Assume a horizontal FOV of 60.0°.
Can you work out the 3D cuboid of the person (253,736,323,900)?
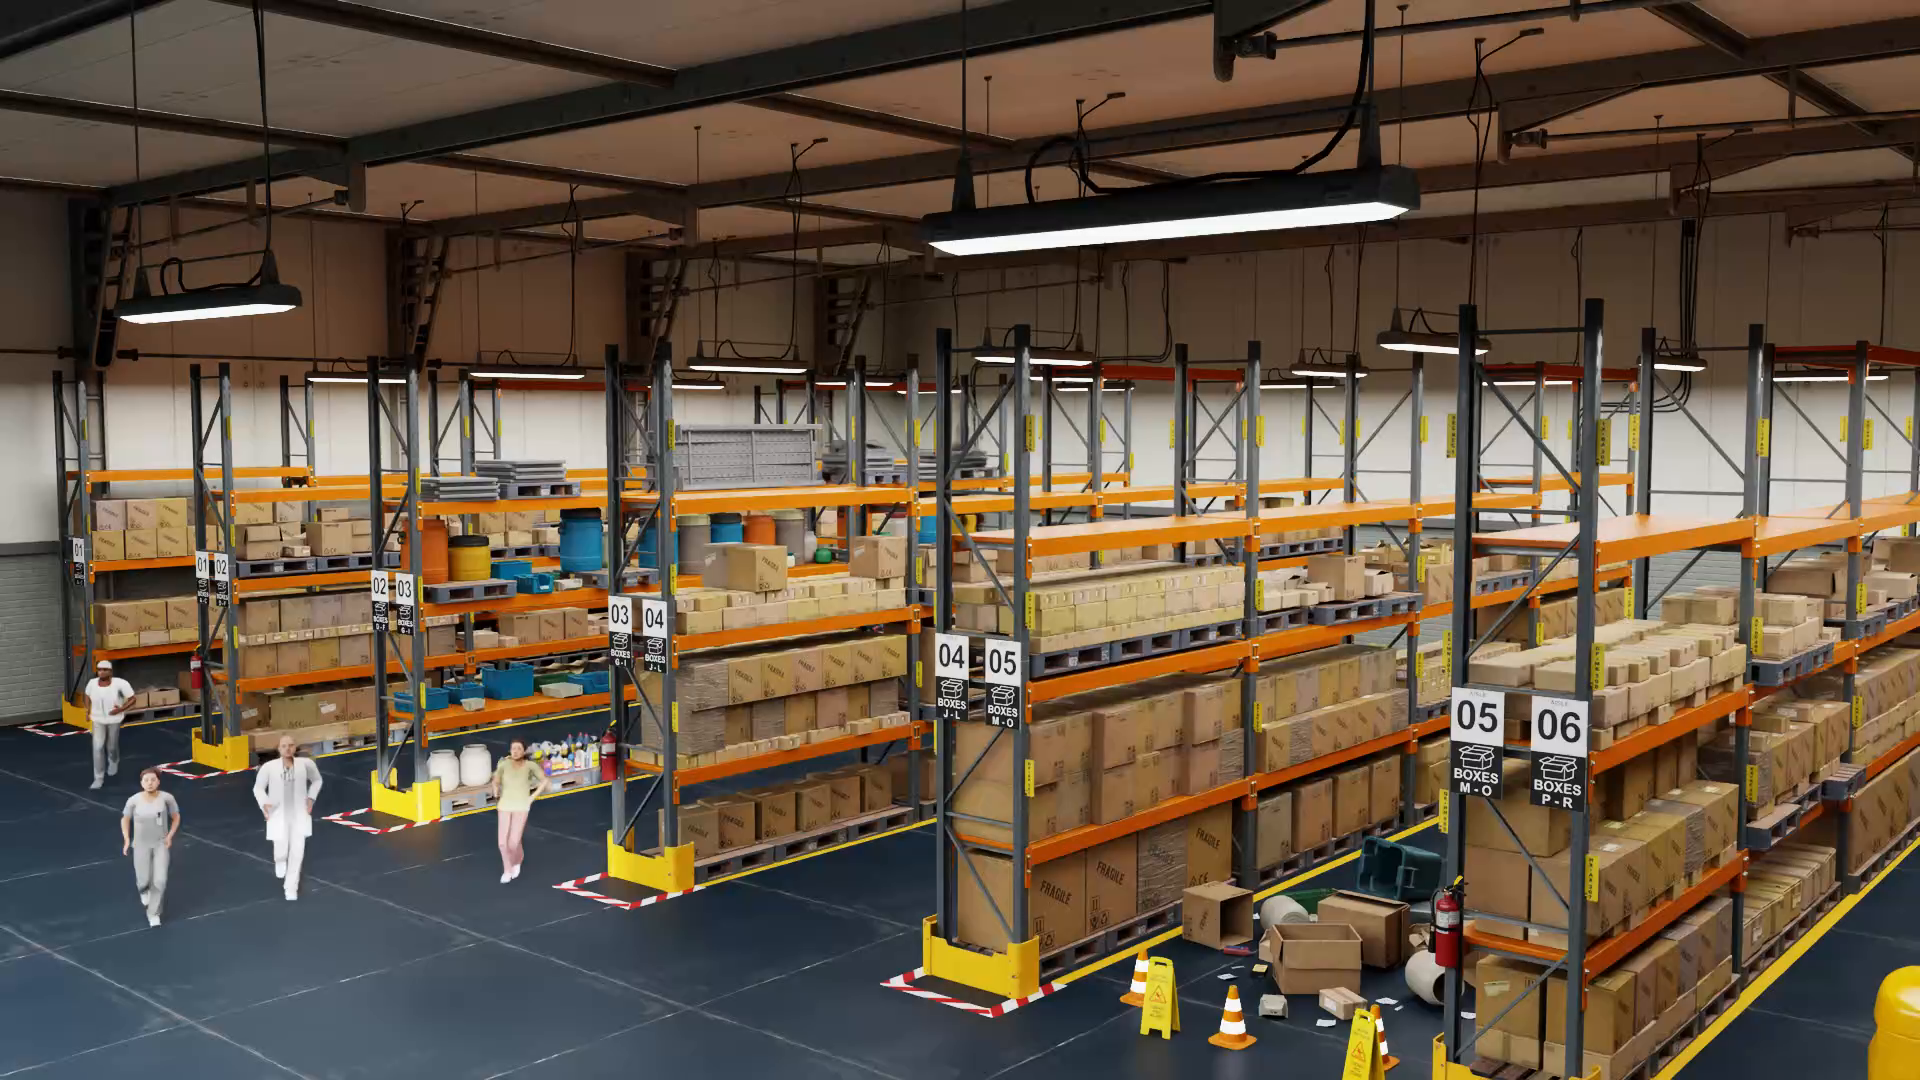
[{"bbox_3d":[-7.296,2.992,18.102,0.708,1.739,0.789,-2,5,-25],"label":"person"}]

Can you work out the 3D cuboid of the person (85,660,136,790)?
[{"bbox_3d":[-12.070,2.580,23.634,0.697,1.795,0.854,-1,4,-14],"label":"person"}]

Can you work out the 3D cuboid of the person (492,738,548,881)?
[{"bbox_3d":[-4.942,3.015,18.516,0.595,1.623,0.552,0,4,6],"label":"person"}]

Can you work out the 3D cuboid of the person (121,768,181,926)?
[{"bbox_3d":[-8.309,3.130,17.098,0.552,1.618,0.599,-2,5,-25],"label":"person"}]
